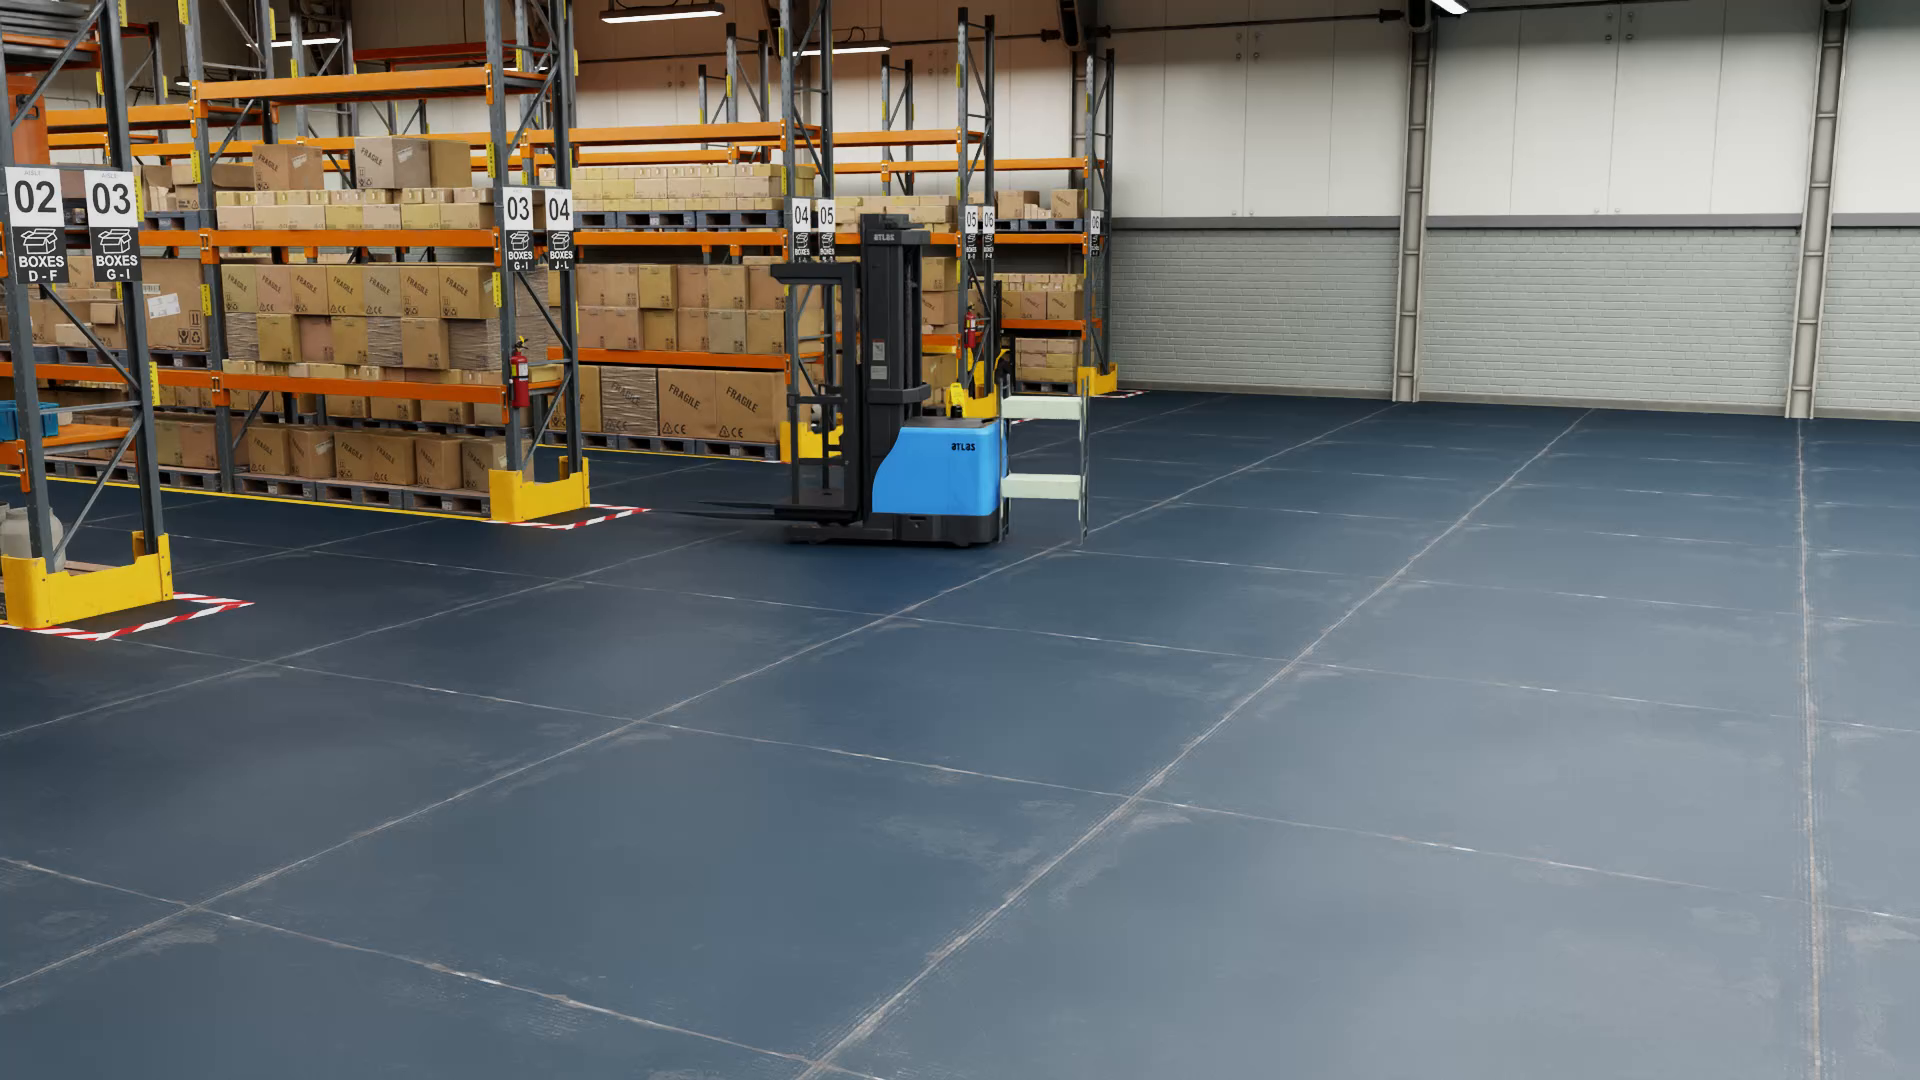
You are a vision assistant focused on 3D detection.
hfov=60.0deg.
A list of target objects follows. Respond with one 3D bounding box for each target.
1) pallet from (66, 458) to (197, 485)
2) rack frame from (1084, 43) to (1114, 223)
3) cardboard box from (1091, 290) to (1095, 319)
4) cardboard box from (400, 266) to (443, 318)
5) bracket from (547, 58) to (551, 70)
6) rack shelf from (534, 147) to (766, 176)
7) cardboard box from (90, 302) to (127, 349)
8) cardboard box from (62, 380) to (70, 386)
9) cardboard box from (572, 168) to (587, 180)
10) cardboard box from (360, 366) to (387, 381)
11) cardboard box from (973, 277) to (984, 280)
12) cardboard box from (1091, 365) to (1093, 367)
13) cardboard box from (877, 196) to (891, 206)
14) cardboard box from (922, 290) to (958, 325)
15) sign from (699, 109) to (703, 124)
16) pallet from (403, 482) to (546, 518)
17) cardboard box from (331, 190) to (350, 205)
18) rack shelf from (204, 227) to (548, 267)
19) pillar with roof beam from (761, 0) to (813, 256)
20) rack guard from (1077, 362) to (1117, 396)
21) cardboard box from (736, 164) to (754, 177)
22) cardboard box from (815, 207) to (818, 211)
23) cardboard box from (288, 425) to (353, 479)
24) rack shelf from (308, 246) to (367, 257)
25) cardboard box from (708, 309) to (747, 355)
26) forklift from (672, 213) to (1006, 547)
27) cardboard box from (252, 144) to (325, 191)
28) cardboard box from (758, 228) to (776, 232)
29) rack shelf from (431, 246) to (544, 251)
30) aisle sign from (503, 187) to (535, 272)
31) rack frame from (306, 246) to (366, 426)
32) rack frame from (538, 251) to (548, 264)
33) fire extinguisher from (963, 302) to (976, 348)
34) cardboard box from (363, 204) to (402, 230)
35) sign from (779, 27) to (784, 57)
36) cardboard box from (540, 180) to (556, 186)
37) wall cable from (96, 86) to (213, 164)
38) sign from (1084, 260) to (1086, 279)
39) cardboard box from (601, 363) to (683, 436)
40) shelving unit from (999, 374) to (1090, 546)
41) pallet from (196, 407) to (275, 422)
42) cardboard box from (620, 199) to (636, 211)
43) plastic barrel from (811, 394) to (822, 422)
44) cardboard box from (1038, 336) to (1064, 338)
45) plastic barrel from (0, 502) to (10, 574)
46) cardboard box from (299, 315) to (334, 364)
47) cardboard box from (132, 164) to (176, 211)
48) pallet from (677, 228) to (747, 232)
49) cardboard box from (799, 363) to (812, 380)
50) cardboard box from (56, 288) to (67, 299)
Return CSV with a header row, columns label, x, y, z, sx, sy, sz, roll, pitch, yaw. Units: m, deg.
label,x,y,z,sx,sy,sz,roll,pitch,yaw
pallet,-9.527,-0.843,19.298,1.213,0.211,1.003,5,11,26
rack frame,2.435,-7.071,29.033,0.127,3.000,1.000,5,11,26
cardboard box,2.114,-4.252,30.019,0.500,0.500,0.500,5,12,28
cardboard box,-5.196,-2.473,16.550,0.500,0.500,0.500,5,11,26
bracket,-8.337,-9.897,34.542,0.430,0.232,0.235,5,11,26
rack shelf,-5.138,-6.200,27.363,4.000,0.370,1.077,5,11,26
cardboard box,-9.325,-2.438,18.808,0.637,0.503,0.797,6,12,32
cardboard box,-14.188,-2.512,26.676,0.250,0.149,0.380,4,11,23
cardboard box,-4.812,-4.720,21.474,0.250,0.149,0.380,5,11,25
cardboard box,-5.881,-1.711,16.965,0.250,0.149,0.380,5,11,26
cardboard box,0.425,-4.771,30.231,0.250,0.149,0.380,5,11,26
cardboard box,2.081,-3.043,30.161,0.500,0.250,0.500,5,11,26
cardboard box,-1.064,-5.143,25.266,0.250,0.149,0.380,5,11,26
cardboard box,-0.366,-3.520,25.143,0.500,0.500,0.500,5,11,25
sign,-4.970,-8.113,31.943,0.005,0.325,0.100,5,11,26
pallet,-4.924,-0.447,17.107,1.213,0.211,1.003,5,11,26
cardboard box,-6.142,-3.471,16.862,0.250,0.149,0.380,5,12,27
rack shelf,-5.936,-3.023,17.108,4.000,0.370,1.077,5,11,26
pillar with roof beam,-5.076,-7.055,28.945,0.548,9.000,9.100,5,11,26
rack guard,2.457,-2.887,29.779,0.348,0.500,1.175,5,11,26
cardboard box,-2.533,-4.520,20.368,0.250,0.149,0.380,5,11,26
cardboard box,-2.161,-5.031,25.767,0.500,0.250,0.500,5,11,26
cardboard box,-6.872,-0.953,17.915,0.500,0.500,0.500,10,14,44
rack shelf,-7.238,-4.122,23.182,4.000,0.370,1.077,5,11,26
cardboard box,-2.713,-2.663,21.102,0.550,0.550,0.875,5,11,26
forklift,-1.125,-1.489,15.230,3.031,2.935,1.130,2,10,11
cardboard box,-7.213,-3.981,17.864,0.500,0.500,0.500,5,11,24
cardboard box,-2.965,-4.900,26.164,0.250,0.149,0.380,5,11,26
rack shelf,-10.120,-6.344,35.460,4.000,0.370,1.077,5,11,26
aisle sign,-4.220,-2.970,15.917,0.004,0.787,0.394,5,11,26
rack frame,-9.031,-3.158,24.256,0.127,3.000,1.000,5,11,26
rack frame,-6.932,-3.956,28.668,0.127,3.000,1.000,5,11,26
fire extinguisher,0.141,-3.205,24.736,0.183,0.674,0.296,5,11,26
cardboard box,-5.592,-3.224,16.618,0.500,0.250,0.500,5,12,27
sign,-2.110,-5.893,19.676,0.005,0.325,0.100,5,11,26
cardboard box,-5.130,-4.564,21.728,0.500,0.250,0.500,5,11,26
wall cable,-17.730,-8.522,36.946,0.133,3.039,2.988,5,11,26
sign,2.183,-4.720,28.970,0.005,0.325,0.100,5,11,26
cardboard box,-4.101,-1.873,21.942,0.875,0.875,0.875,5,11,26
shelving unit,0.762,-0.729,15.046,0.755,1.500,0.431,2,10,11
pallet,-10.822,-1.944,25.378,1.213,0.211,1.003,5,11,26
cardboard box,-4.125,-4.268,21.212,0.250,0.149,0.380,5,11,26
plastic barrel,-2.280,-1.979,24.978,0.512,0.421,0.421,-4,11,-23
cardboard box,1.638,-3.572,30.276,0.500,0.250,0.500,5,11,26
plastic barrel,-7.408,-0.014,12.691,0.421,0.512,0.421,0,10,0
cardboard box,-6.428,-2.140,17.518,0.500,0.500,0.875,5,11,26
cardboard box,-8.953,-3.919,18.569,0.637,0.503,0.797,6,12,28
pallet,-3.851,-5.091,27.039,1.003,0.211,1.213,5,11,26
cardboard box,-2.450,-2.734,26.350,0.500,0.500,0.500,6,12,28
cardboard box,-14.088,-3.742,26.369,0.500,0.500,0.500,5,11,26
